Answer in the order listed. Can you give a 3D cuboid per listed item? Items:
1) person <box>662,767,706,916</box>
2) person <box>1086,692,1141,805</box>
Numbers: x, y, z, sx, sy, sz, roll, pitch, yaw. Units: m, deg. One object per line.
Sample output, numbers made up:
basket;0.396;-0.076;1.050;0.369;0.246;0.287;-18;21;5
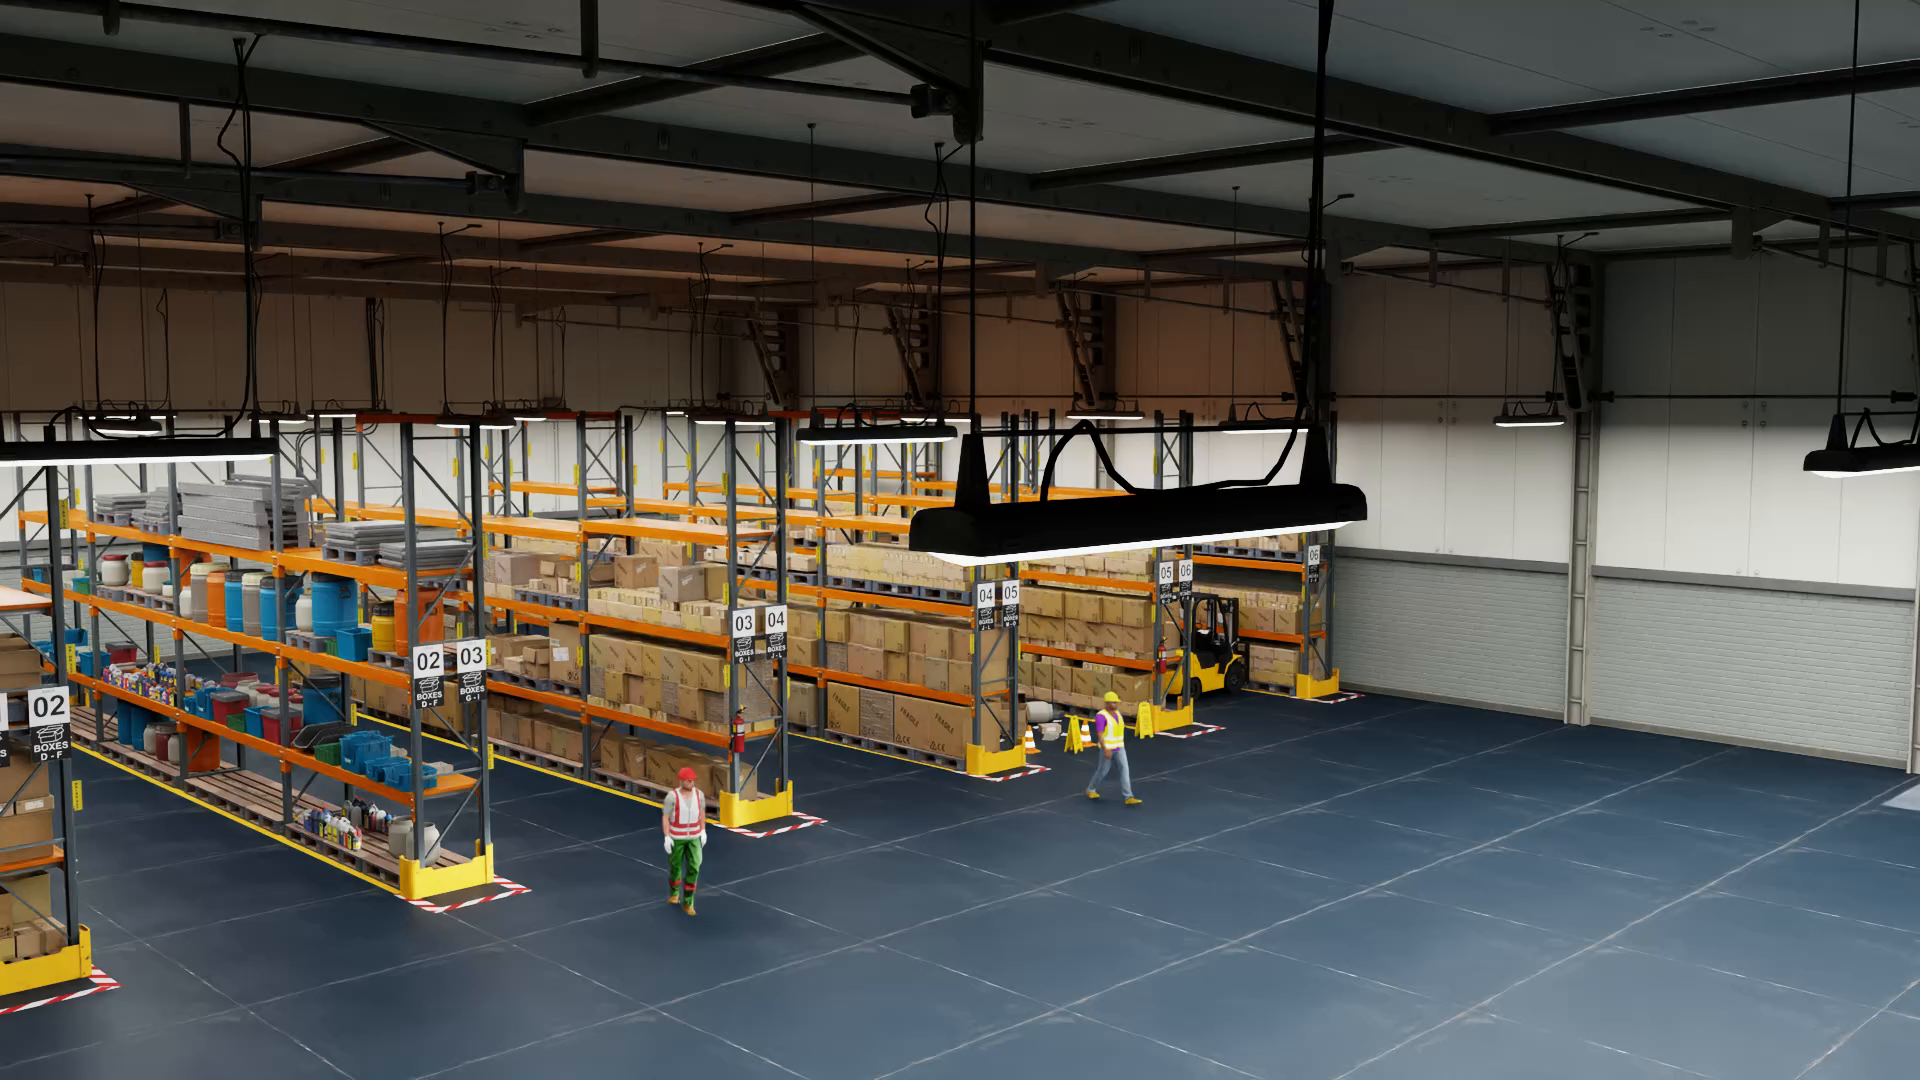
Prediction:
person;-3.390;3.694;20.480;0.611;1.824;0.673;-2;6;-26
person;2.373;3.227;25.764;0.599;1.731;0.993;-4;7;-41
